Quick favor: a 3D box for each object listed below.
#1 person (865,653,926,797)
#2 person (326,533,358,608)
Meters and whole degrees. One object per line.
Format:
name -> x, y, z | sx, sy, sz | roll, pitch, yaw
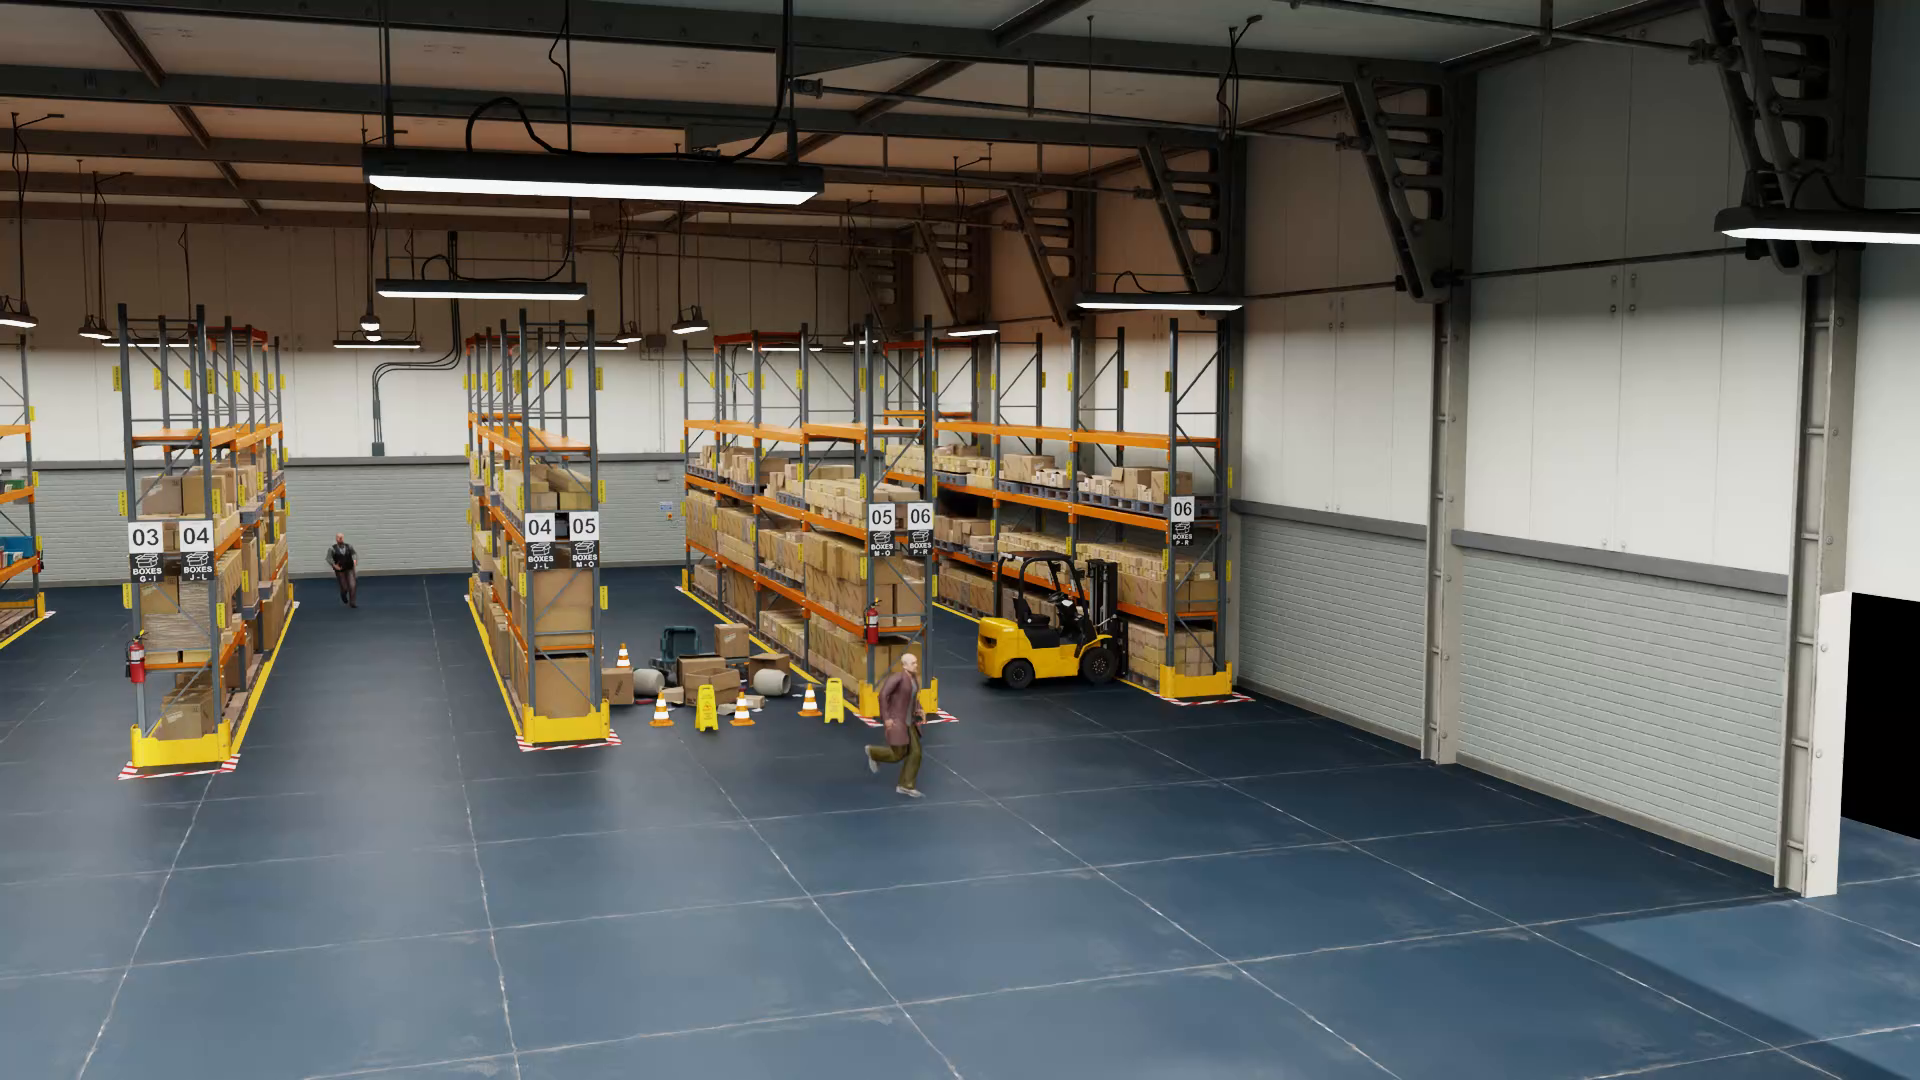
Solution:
person -> -0.776, 2.288, 20.294 | 0.835, 1.666, 0.732 | 4, 7, 33
person -> -13.705, 0.676, 36.939 | 0.687, 1.659, 0.630 | -4, 7, -36
